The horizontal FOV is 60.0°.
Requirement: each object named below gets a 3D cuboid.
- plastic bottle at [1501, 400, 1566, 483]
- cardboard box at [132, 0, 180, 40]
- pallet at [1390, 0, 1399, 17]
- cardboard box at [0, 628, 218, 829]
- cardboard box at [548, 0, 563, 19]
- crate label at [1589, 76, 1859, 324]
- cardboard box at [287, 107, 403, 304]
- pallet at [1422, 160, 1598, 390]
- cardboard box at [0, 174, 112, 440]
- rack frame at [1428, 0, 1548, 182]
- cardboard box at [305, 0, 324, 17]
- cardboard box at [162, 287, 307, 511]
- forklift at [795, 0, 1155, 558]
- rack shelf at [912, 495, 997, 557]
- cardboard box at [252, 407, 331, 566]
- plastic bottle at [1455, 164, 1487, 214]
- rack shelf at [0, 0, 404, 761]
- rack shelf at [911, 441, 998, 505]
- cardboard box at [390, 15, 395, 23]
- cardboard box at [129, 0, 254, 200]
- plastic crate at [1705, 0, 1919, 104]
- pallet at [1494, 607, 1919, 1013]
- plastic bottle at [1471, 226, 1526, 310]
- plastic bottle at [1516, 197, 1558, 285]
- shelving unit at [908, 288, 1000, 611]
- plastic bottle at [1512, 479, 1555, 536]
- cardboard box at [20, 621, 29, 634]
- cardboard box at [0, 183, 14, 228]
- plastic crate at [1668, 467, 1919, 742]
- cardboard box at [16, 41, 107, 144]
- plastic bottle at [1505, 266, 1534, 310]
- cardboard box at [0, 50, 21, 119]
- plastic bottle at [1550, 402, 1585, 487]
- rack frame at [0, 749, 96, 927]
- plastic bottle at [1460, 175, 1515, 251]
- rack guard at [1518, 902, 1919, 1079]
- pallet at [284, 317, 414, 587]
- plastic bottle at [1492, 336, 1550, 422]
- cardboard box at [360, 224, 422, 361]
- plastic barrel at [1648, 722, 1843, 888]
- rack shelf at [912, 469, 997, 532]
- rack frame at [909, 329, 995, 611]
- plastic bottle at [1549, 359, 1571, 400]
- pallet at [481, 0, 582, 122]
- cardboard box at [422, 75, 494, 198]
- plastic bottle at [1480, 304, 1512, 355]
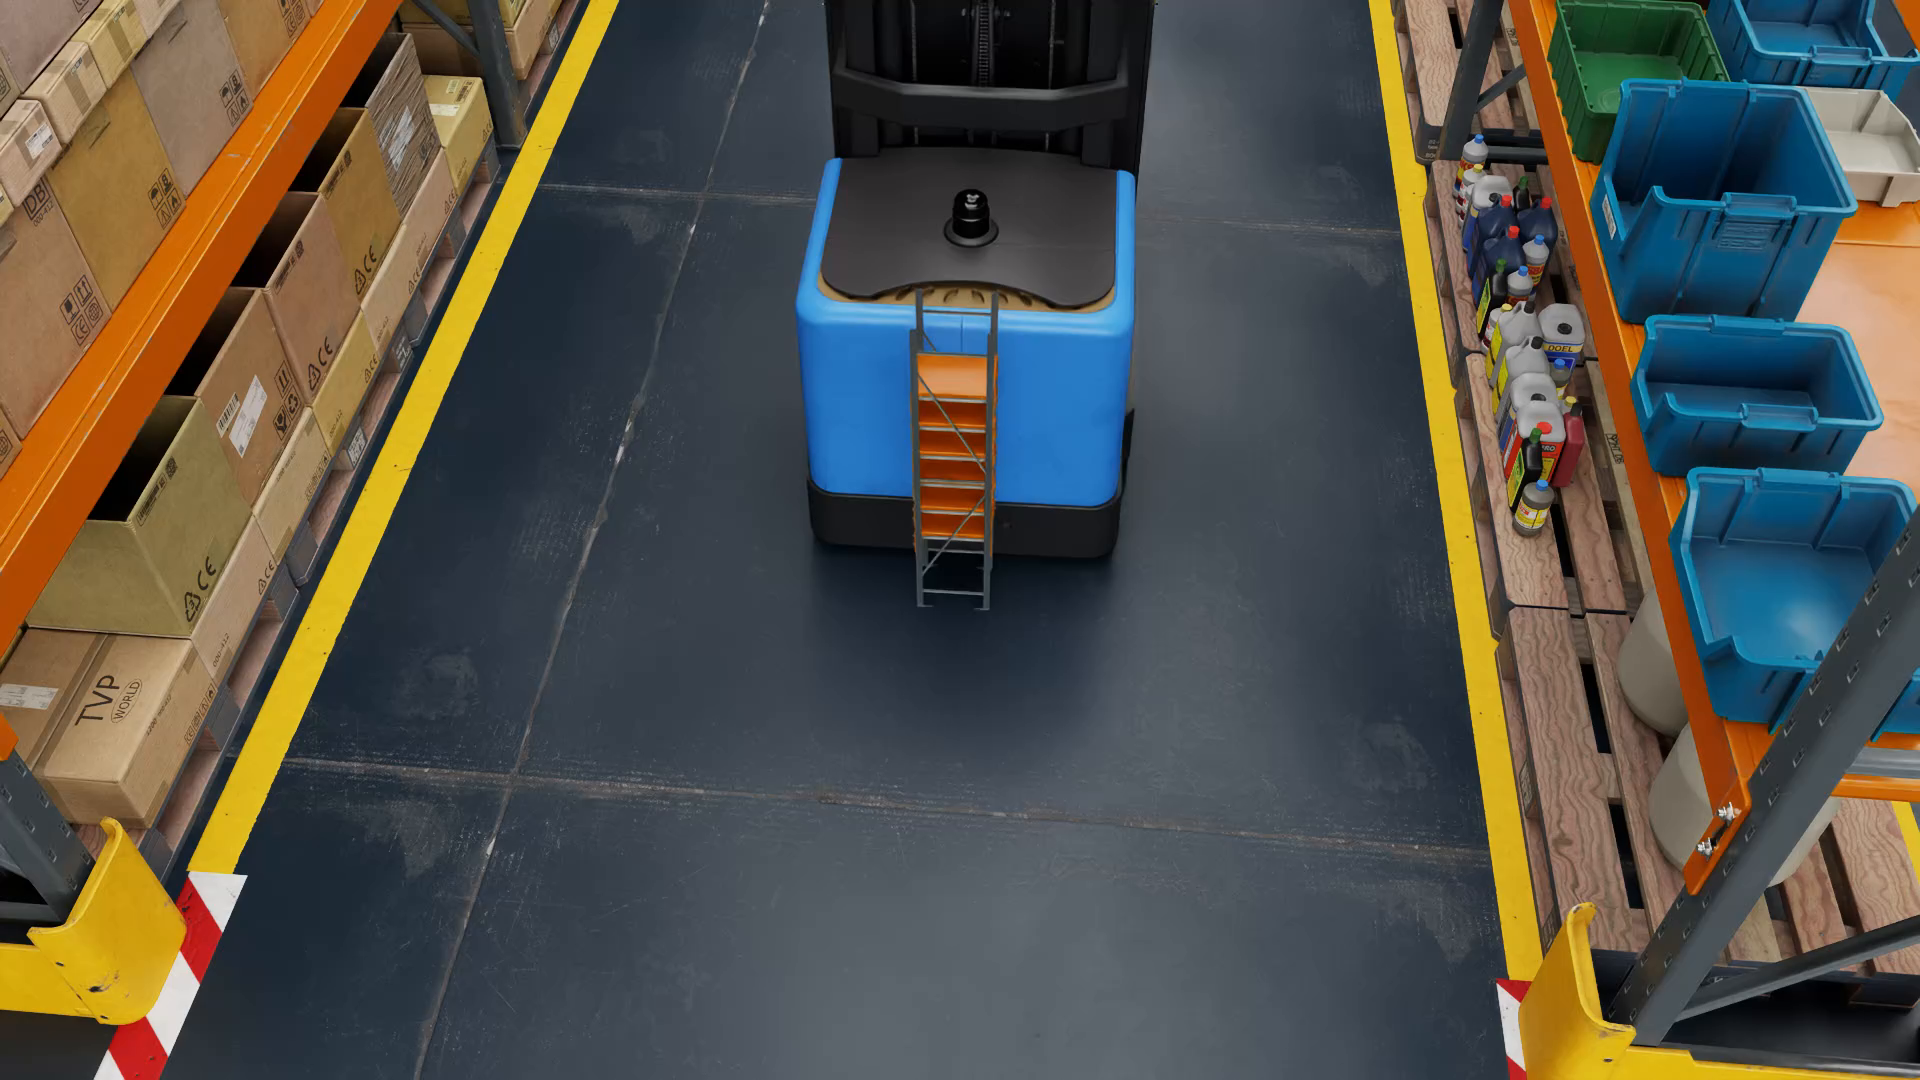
[{"bbox_3d":[1.924,-0.324,5.561,0.152,0.276,0.135,4,48,4],"label":"plastic bottle"},{"bbox_3d":[-2.398,-1.524,4.604,0.380,0.149,0.250,4,48,4],"label":"cardboard box"},{"bbox_3d":[2.649,-3.009,8.359,1.003,0.211,1.213,4,48,4],"label":"pallet"},{"bbox_3d":[-2.519,0.539,4.803,0.500,0.250,0.500,4,48,4],"label":"cardboard box"},{"bbox_3d":[-2.094,-2.676,7.744,0.500,0.250,0.500,5,48,5],"label":"cardboard box"},{"bbox_3d":[2.041,-0.915,4.530,0.502,0.435,0.616,4,48,4],"label":"crate label"},{"bbox_3d":[-2.349,-1.185,5.871,0.500,0.500,0.500,4,48,4],"label":"cardboard box"},{"bbox_3d":[2.405,-1.040,6.558,1.003,0.211,1.213,4,48,4],"label":"pallet"},{"bbox_3d":[-2.691,-0.630,4.226,0.700,0.500,0.500,5,48,5],"label":"cardboard box"},{"bbox_3d":[2.507,-2.472,5.978,1.000,3.000,0.127,4,48,4],"label":"rack frame"},{"bbox_3d":[-2.501,-2.127,5.595,0.700,0.500,0.500,3,48,3],"label":"cardboard box"},{"bbox_3d":[-2.443,-0.450,5.199,0.500,0.500,0.500,4,48,4],"label":"cardboard box"},{"bbox_3d":[0.116,-2.017,5.608,1.130,2.935,3.031,3,48,3],"label":"forklift"},{"bbox_3d":[-0.016,-0.053,5.371,0.258,0.103,0.180,3,48,3],"label":"rack shelf"},{"bbox_3d":[-2.431,-0.196,5.475,0.500,0.250,0.500,4,48,4],"label":"cardboard box"},{"bbox_3d":[2.033,-1.396,6.593,0.097,0.201,0.097,0,48,0],"label":"plastic bottle"},{"bbox_3d":[-2.607,-1.095,5.206,1.077,0.370,4.000,4,48,4],"label":"rack shelf"},{"bbox_3d":[-0.016,-0.215,5.194,0.258,0.103,0.180,3,48,3],"label":"rack shelf"},{"bbox_3d":[-2.674,-2.527,7.228,0.500,0.311,0.500,4,48,4],"label":"cardboard box"},{"bbox_3d":[-2.596,-1.382,4.913,0.700,0.500,0.500,5,48,5],"label":"cardboard box"},{"bbox_3d":[2.677,-1.590,5.272,0.499,0.251,0.616,4,48,4],"label":"plastic crate"},{"bbox_3d":[2.182,0.753,4.918,1.003,0.211,1.213,4,48,4],"label":"pallet"},{"bbox_3d":[2.003,-1.022,6.149,0.144,0.351,0.185,2,48,2],"label":"plastic bottle"},{"bbox_3d":[2.164,-1.151,6.267,0.144,0.351,0.185,4,48,4],"label":"plastic bottle"},{"bbox_3d":[-0.016,-0.245,5.161,0.258,1.200,0.189,3,48,3],"label":"shelving unit"},{"bbox_3d":[1.874,-0.115,5.421,0.097,0.201,0.097,0,48,0],"label":"plastic bottle"},{"bbox_3d":[-3.001,0.136,5.172,0.500,0.250,0.500,4,48,4],"label":"cardboard box"},{"bbox_3d":[-2.494,-0.772,3.916,0.380,0.149,0.250,4,48,4],"label":"cardboard box"},{"bbox_3d":[1.891,0.130,3.699,0.499,0.251,0.616,4,48,4],"label":"plastic crate"},{"bbox_3d":[-2.447,-1.153,4.265,0.380,0.149,0.250,2,48,2],"label":"cardboard box"},{"bbox_3d":[2.027,-0.885,6.077,0.097,0.271,0.097,0,48,0],"label":"plastic bottle"},{"bbox_3d":[-2.687,-1.108,3.783,0.700,0.500,0.500,3,48,3],"label":"cardboard box"},{"bbox_3d":[2.030,-0.320,5.552,0.061,0.283,0.133,4,48,4],"label":"plastic bottle"},{"bbox_3d":[-2.789,0.132,3.597,1.000,3.000,0.127,4,48,4],"label":"rack frame"},{"bbox_3d":[2.040,-1.257,6.414,0.152,0.276,0.135,5,48,5],"label":"plastic bottle"},{"bbox_3d":[2.103,1.252,4.266,1.175,0.500,0.348,4,48,4],"label":"rack guard"},{"bbox_3d":[-2.648,-0.386,5.960,1.003,0.211,1.213,4,48,4],"label":"pallet"},{"bbox_3d":[1.948,-0.573,5.738,0.144,0.351,0.185,6,48,5],"label":"plastic bottle"},{"bbox_3d":[-2.336,-0.931,6.147,0.500,0.250,0.500,4,48,4],"label":"cardboard box"},{"bbox_3d":[2.127,0.677,4.500,0.421,0.512,0.421,0,48,0],"label":"plastic barrel"},{"bbox_3d":[-0.016,-0.134,5.282,0.258,0.103,0.180,3,48,3],"label":"rack shelf"},{"bbox_3d":[-0.023,-0.177,5.099,0.240,1.200,0.006,3,48,3],"label":"rack frame"},{"bbox_3d":[2.072,-0.547,5.815,0.097,0.201,0.097,0,48,0],"label":"plastic bottle"},{"bbox_3d":[-2.397,-2.410,7.812,1.003,0.211,1.213,4,48,4],"label":"pallet"},{"bbox_3d":[-2.250,-1.666,6.820,0.500,0.250,0.500,4,48,4],"label":"cardboard box"},{"bbox_3d":[1.954,-0.765,6.015,0.097,0.201,0.097,0,48,0],"label":"plastic bottle"}]
